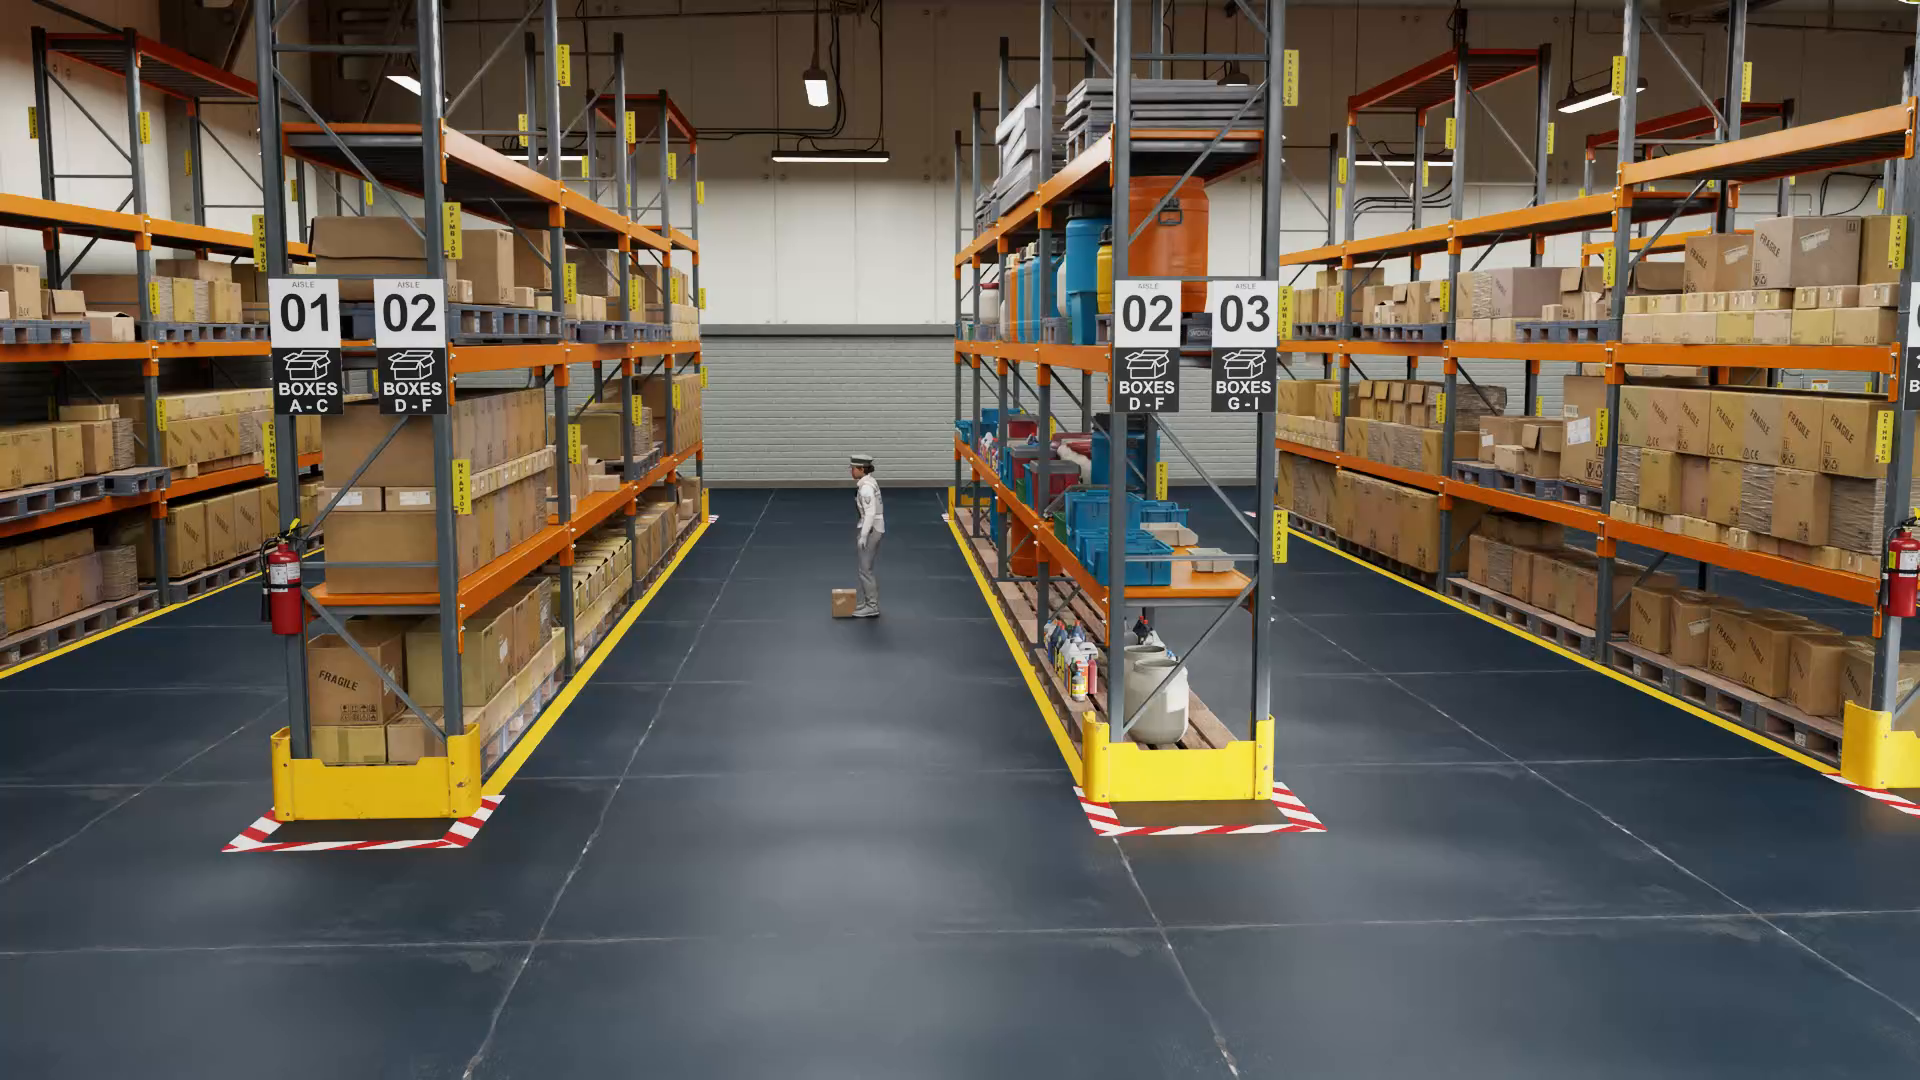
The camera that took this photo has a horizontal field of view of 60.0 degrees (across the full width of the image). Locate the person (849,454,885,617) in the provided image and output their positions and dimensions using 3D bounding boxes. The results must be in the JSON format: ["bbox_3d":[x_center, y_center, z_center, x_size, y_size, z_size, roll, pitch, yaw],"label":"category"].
[{"bbox_3d":[-0.960,-0.052,17.165,0.371,1.663,0.529,0,7,-3],"label":"person"}]
